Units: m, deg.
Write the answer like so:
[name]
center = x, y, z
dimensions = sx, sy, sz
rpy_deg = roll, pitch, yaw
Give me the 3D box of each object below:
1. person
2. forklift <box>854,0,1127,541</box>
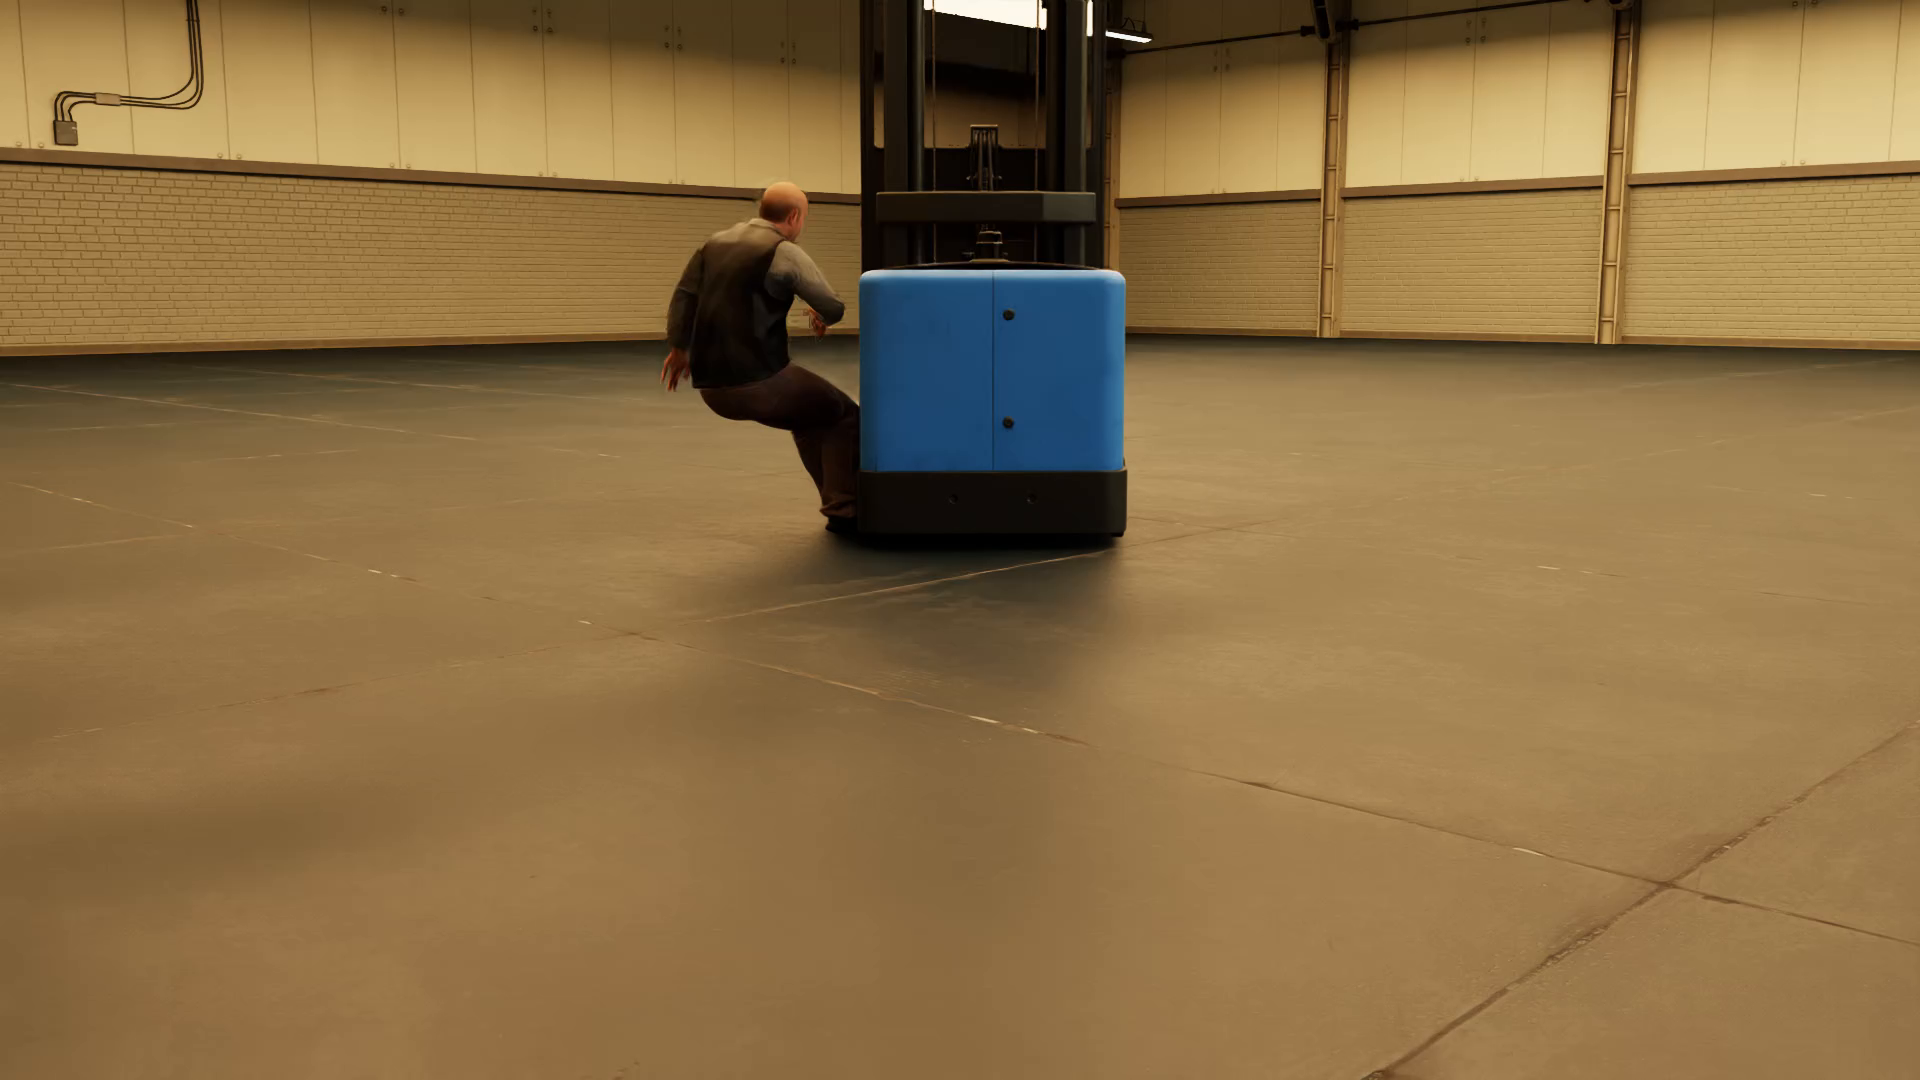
[person]
center = -0.708, -0.732, 6.962
dimensions = 0.898, 1.492, 0.936
rpy_deg = 8, 12, 42
[forklift]
center = 0.094, -1.627, 7.680
dimensions = 1.130, 2.935, 3.031
rpy_deg = 0, 9, -1
